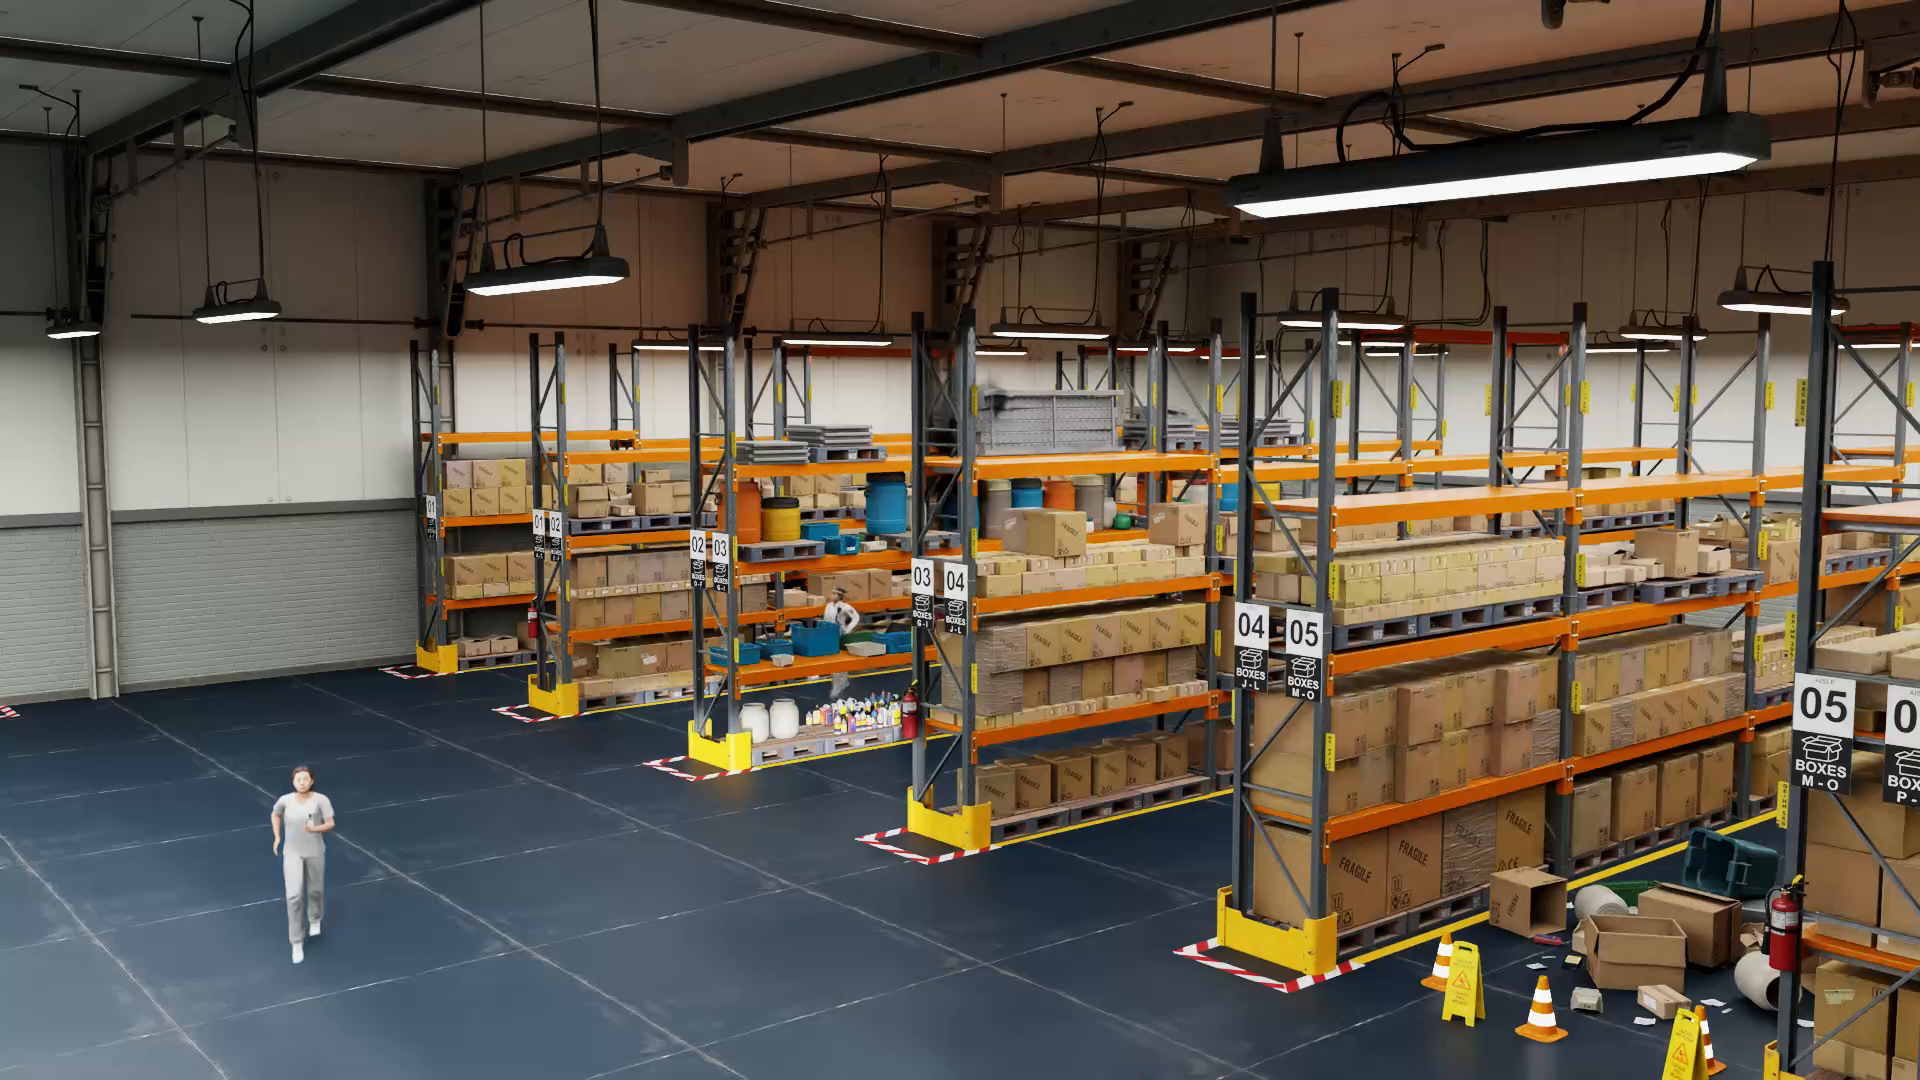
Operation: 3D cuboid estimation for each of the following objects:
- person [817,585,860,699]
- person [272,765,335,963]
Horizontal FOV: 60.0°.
[{"bbox_3d":[-1.974,1.607,26.422,0.592,1.788,0.666,5,7,42],"label":"person"},{"bbox_3d":[-6.019,2.859,15.262,0.541,1.614,0.789,-2,6,-21],"label":"person"}]
